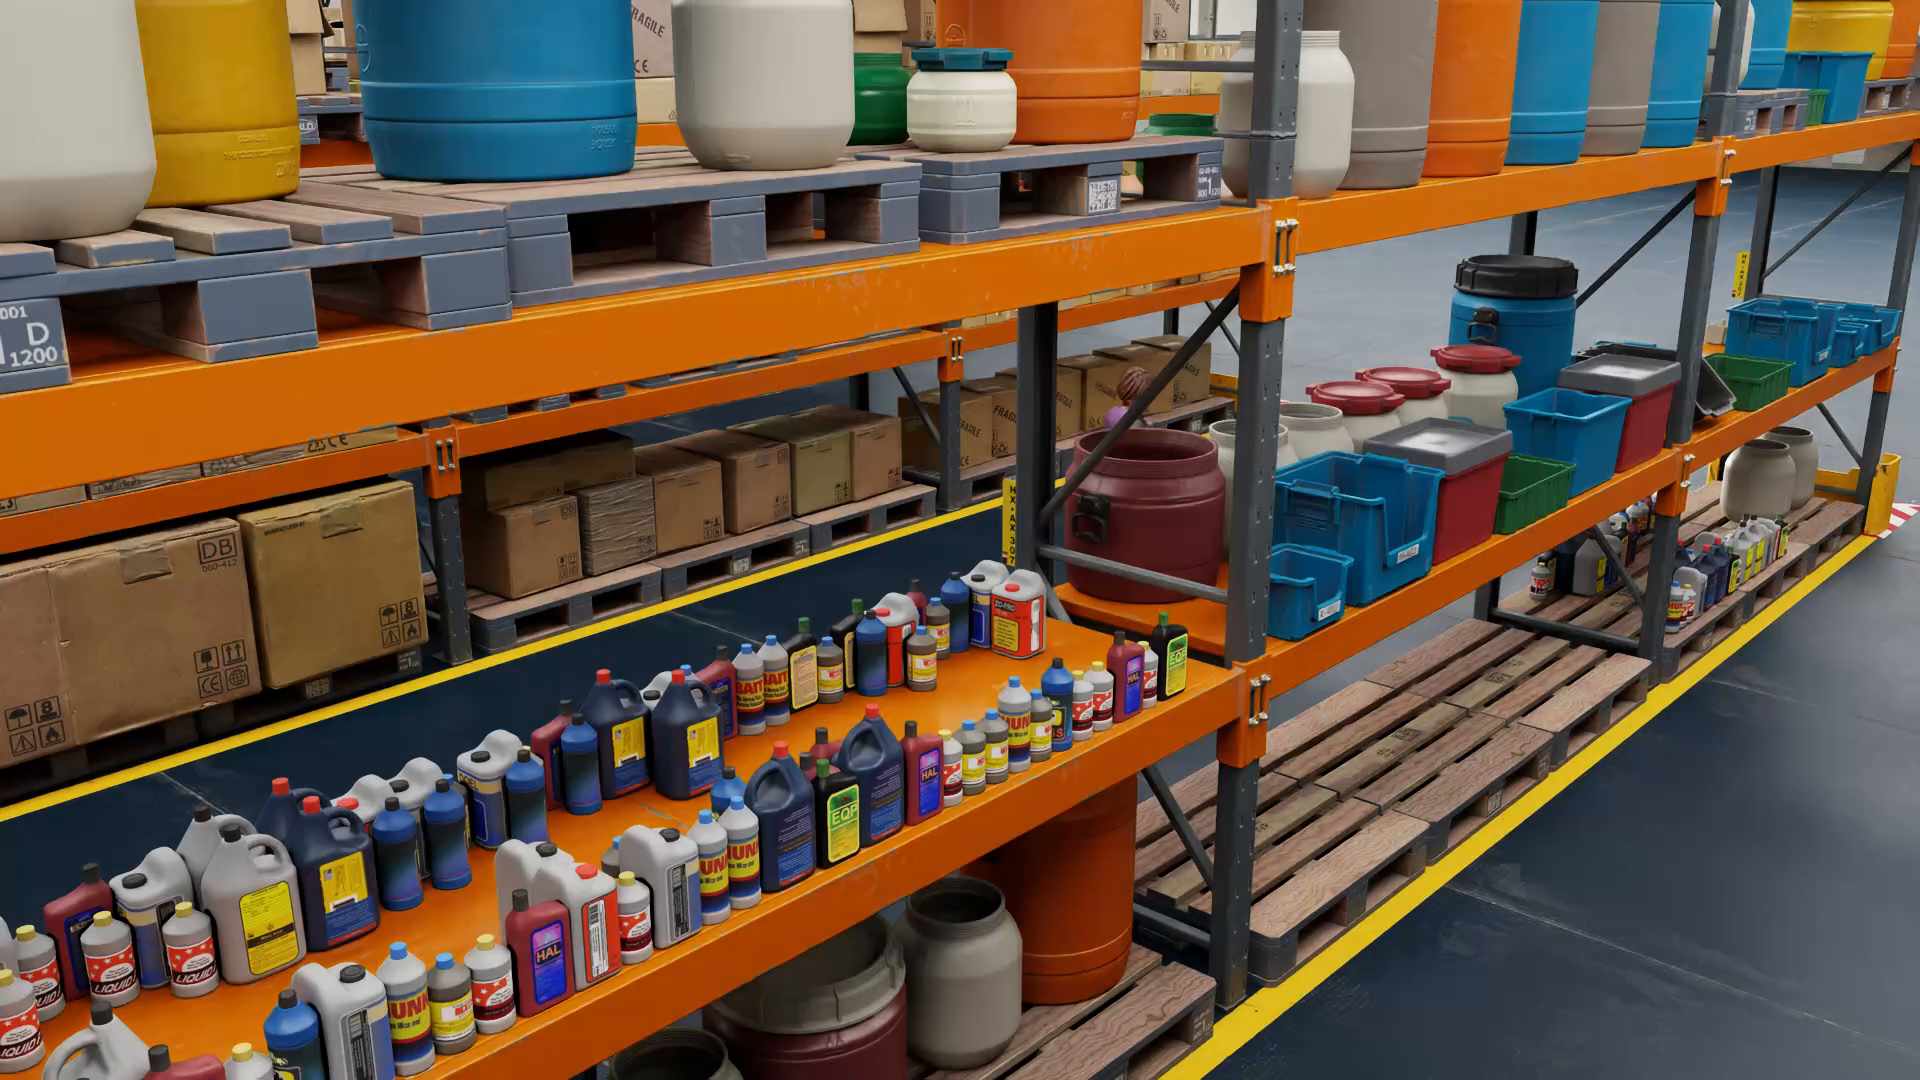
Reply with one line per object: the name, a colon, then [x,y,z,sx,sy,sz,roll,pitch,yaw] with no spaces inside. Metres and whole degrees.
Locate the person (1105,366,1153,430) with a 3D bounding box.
person: [0.880,-0.149,8.975,0.475,1.596,0.460,-5,18,-15]
